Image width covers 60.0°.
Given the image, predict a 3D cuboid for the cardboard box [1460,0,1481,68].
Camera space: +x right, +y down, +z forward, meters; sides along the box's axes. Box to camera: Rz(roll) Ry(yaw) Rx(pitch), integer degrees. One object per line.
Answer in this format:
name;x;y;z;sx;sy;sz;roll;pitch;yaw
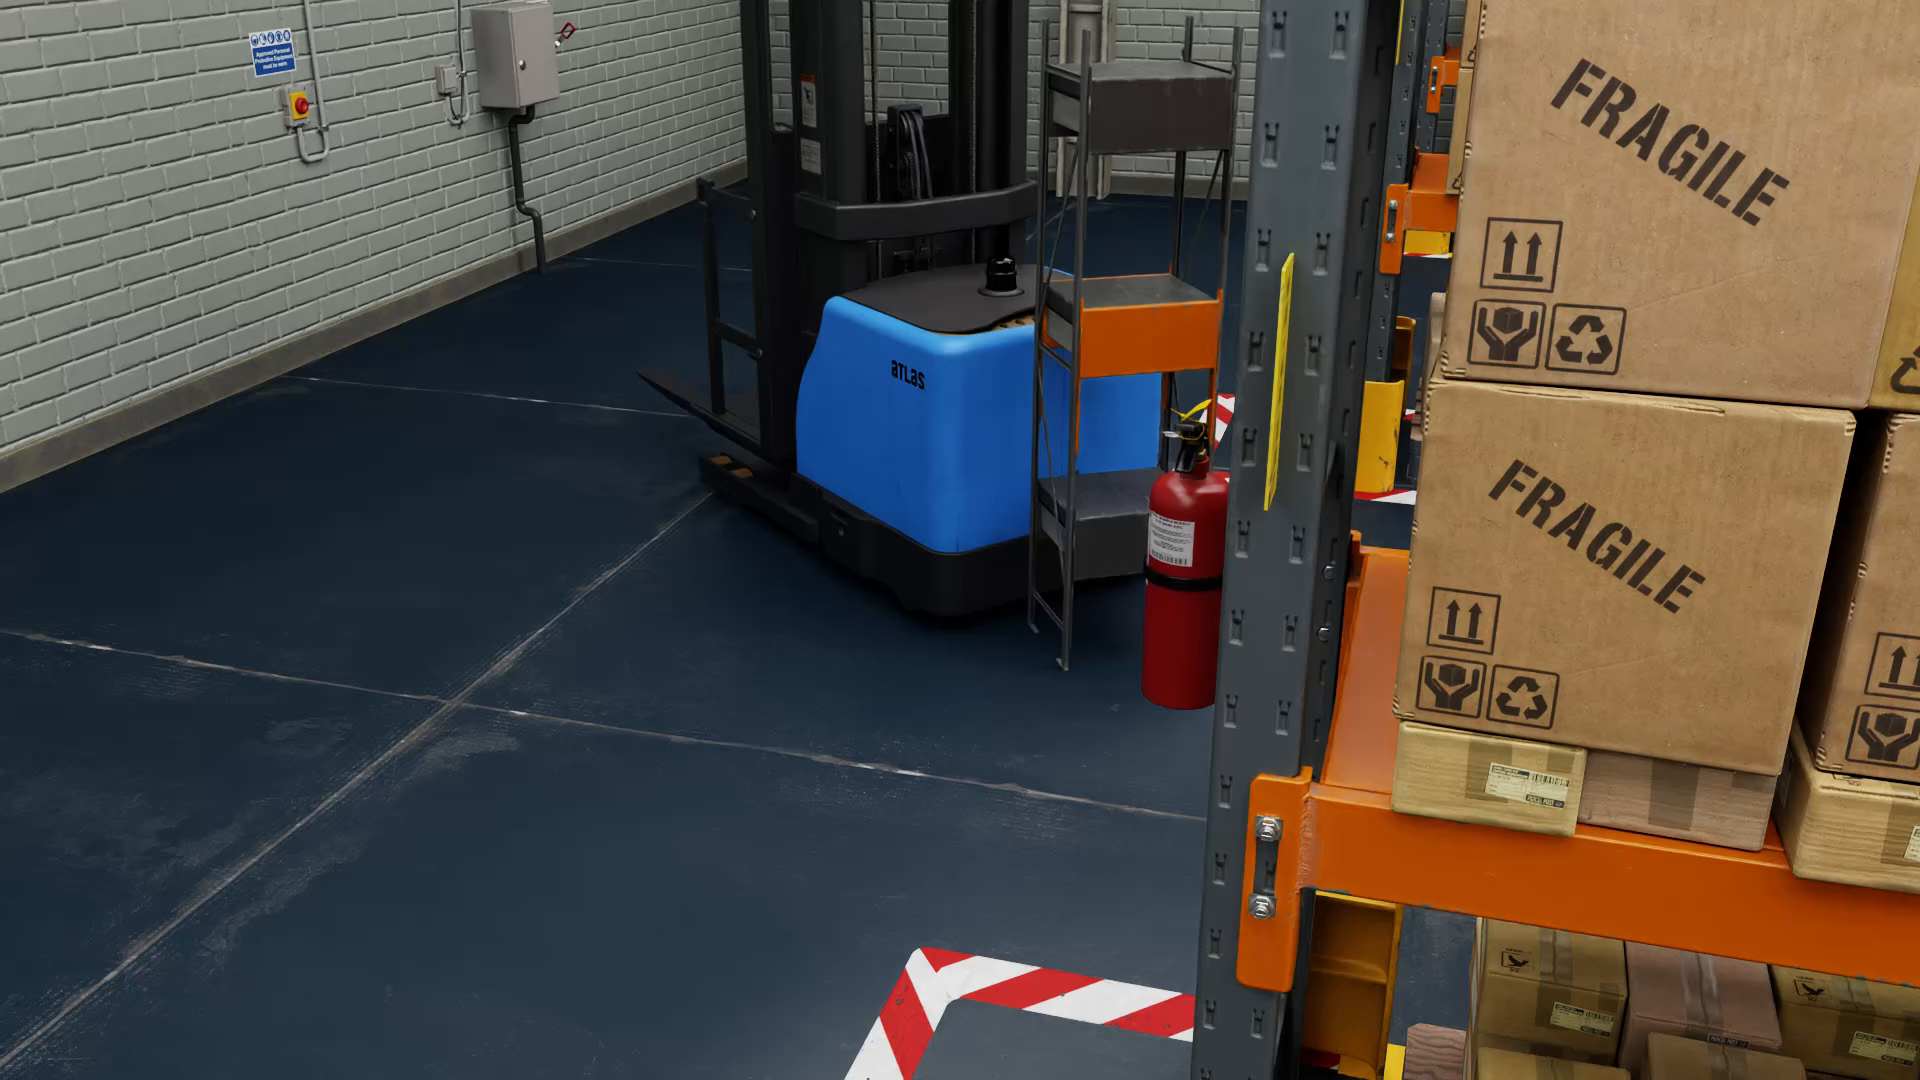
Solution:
cardboard box;2.285;-2.164;6.644;0.500;0.500;0.500;6;23;14

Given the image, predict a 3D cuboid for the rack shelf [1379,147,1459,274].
rack shelf;3.822;-1.259;6.836;4.000;0.370;1.077;7;23;16

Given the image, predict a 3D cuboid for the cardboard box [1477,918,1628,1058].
cardboard box;1.155;0.813;3.254;0.250;0.149;0.380;7;23;16

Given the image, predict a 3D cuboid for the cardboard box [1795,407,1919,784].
cardboard box;1.444;0.013;2.262;0.500;0.500;0.500;7;23;16

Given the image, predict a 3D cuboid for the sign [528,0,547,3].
sign;-2.807;-3.327;11.052;0.001;0.494;0.329;7;23;16

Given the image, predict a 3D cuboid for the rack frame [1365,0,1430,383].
rack frame;1.908;-1.811;7.234;0.127;3.000;1.000;7;23;16

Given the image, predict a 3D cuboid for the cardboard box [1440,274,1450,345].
cardboard box;1.079;-0.230;2.855;0.500;0.500;0.500;7;23;17

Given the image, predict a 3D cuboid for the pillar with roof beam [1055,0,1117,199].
pillar with roof beam;-0.227;-5.450;8.198;0.400;9.000;9.100;7;23;16

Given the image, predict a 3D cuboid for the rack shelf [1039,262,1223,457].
rack shelf;0.548;-0.606;5.512;0.480;0.518;0.431;-6;23;-15

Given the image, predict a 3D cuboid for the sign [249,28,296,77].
sign;-3.570;-2.535;8.642;0.001;0.218;0.327;7;23;16

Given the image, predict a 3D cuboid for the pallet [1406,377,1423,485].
pallet;2.696;-0.462;7.619;1.213;0.211;1.003;7;23;16

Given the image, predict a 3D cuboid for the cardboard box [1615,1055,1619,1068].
cardboard box;1.397;0.988;3.221;0.250;0.149;0.380;6;23;14

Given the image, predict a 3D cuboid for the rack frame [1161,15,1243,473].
rack frame;0.782;-0.643;5.571;0.015;2.100;0.400;-6;23;-15

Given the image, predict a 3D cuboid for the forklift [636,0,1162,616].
forklift;-0.478;-1.588;6.779;1.130;2.935;3.031;-14;26;-31

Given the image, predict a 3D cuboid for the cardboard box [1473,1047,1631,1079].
cardboard box;0.978;1.028;2.730;0.250;0.149;0.380;5;23;13

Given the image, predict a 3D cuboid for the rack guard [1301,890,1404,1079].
rack guard;0.647;1.163;3.276;0.348;0.500;1.175;7;23;16

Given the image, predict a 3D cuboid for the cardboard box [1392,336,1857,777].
cardboard box;0.924;-0.036;2.382;0.500;0.500;0.500;8;24;18

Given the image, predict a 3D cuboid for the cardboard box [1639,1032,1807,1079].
cardboard box;1.277;1.015;2.763;0.250;0.149;0.380;7;23;16

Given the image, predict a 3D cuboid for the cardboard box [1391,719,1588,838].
cardboard box;0.790;0.269;2.493;0.250;0.149;0.380;6;23;15

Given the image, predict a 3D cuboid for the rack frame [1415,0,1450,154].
rack frame;3.338;-3.615;11.631;0.127;3.000;1.000;7;23;16

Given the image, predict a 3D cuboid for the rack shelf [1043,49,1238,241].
rack shelf;0.552;-1.254;5.248;0.480;0.518;0.431;-6;23;-15

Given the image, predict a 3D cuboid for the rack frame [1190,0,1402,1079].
rack frame;0.574;-0.002;2.822;0.127;3.000;1.000;7;23;16

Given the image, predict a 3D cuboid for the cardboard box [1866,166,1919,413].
cardboard box;1.413;-0.450;2.073;0.500;0.500;0.500;7;23;17

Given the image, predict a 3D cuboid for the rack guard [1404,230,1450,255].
rack guard;3.411;-2.451;12.085;0.348;0.500;1.175;7;23;16

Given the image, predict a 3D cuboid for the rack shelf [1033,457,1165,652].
rack shelf;0.543;0.042;5.777;0.480;0.518;0.431;-6;23;-15

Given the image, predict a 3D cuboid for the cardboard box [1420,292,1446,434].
cardboard box;2.568;-0.784;7.552;0.875;0.438;0.875;6;23;14

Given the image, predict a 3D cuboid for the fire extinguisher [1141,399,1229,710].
fire extinguisher;0.467;0.011;3.384;0.183;0.674;0.296;7;23;16

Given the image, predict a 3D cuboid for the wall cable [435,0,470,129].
wall cable;-3.099;-3.408;9.786;0.122;1.984;0.588;7;23;16

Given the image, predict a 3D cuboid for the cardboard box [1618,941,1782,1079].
cardboard box;1.378;0.862;3.136;0.250;0.149;0.380;7;23;17

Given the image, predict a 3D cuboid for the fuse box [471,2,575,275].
fuse box;-2.751;-2.572;10.786;0.414;1.711;0.539;7;23;16

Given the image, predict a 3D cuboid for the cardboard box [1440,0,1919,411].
cardboard box;0.928;-0.503;2.202;0.500;0.500;0.500;6;23;15

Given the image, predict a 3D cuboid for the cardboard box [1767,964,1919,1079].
cardboard box;1.663;0.844;3.179;0.250;0.149;0.380;6;23;14

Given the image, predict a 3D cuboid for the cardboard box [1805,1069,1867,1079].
cardboard box;1.660;0.996;3.201;0.250;0.149;0.380;6;23;13

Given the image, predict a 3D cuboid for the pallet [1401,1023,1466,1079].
pallet;1.415;1.398;3.083;1.213;0.211;1.003;7;23;16

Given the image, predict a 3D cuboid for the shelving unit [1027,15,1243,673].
shelving unit;0.548;-0.619;5.507;0.503;2.100;0.431;-6;23;-15

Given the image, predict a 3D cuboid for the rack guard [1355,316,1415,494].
rack guard;1.885;-0.658;7.714;0.348;0.500;1.175;7;23;16

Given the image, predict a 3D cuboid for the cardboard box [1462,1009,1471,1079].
cardboard box;1.139;1.105;3.328;0.250;0.149;0.380;7;23;16

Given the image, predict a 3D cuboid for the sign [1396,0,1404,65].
sign;1.742;-2.048;6.564;0.005;0.325;0.100;7;23;16

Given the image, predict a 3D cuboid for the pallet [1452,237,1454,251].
pallet;4.174;-2.230;11.928;1.213;0.211;1.003;7;23;16

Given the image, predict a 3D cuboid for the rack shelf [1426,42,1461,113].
rack shelf;5.253;-3.063;11.233;4.000;0.370;1.077;7;23;16

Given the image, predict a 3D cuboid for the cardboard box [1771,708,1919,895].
cardboard box;1.288;0.331;2.342;0.250;0.149;0.380;6;23;14

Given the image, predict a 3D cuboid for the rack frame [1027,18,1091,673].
rack frame;0.313;-0.595;5.443;0.015;2.100;0.400;-6;23;-15

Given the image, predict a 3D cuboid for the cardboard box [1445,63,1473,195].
cardboard box;2.284;-1.701;6.832;0.500;0.500;0.500;6;23;15

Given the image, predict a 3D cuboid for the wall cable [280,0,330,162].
wall cable;-3.498;-2.906;8.521;0.123;1.953;0.585;7;23;16

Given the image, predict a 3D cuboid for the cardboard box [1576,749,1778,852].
cardboard box;1.046;0.282;2.462;0.250;0.149;0.380;7;23;17

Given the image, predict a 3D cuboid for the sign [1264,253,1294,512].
sign;0.418;-0.205;2.177;0.005;0.325;0.100;7;23;16

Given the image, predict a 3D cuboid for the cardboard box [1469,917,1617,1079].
cardboard box;1.162;0.939;3.339;0.250;0.149;0.380;6;23;14

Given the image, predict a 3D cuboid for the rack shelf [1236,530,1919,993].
rack shelf;2.489;0.550;2.424;4.000;0.370;1.077;7;23;16
